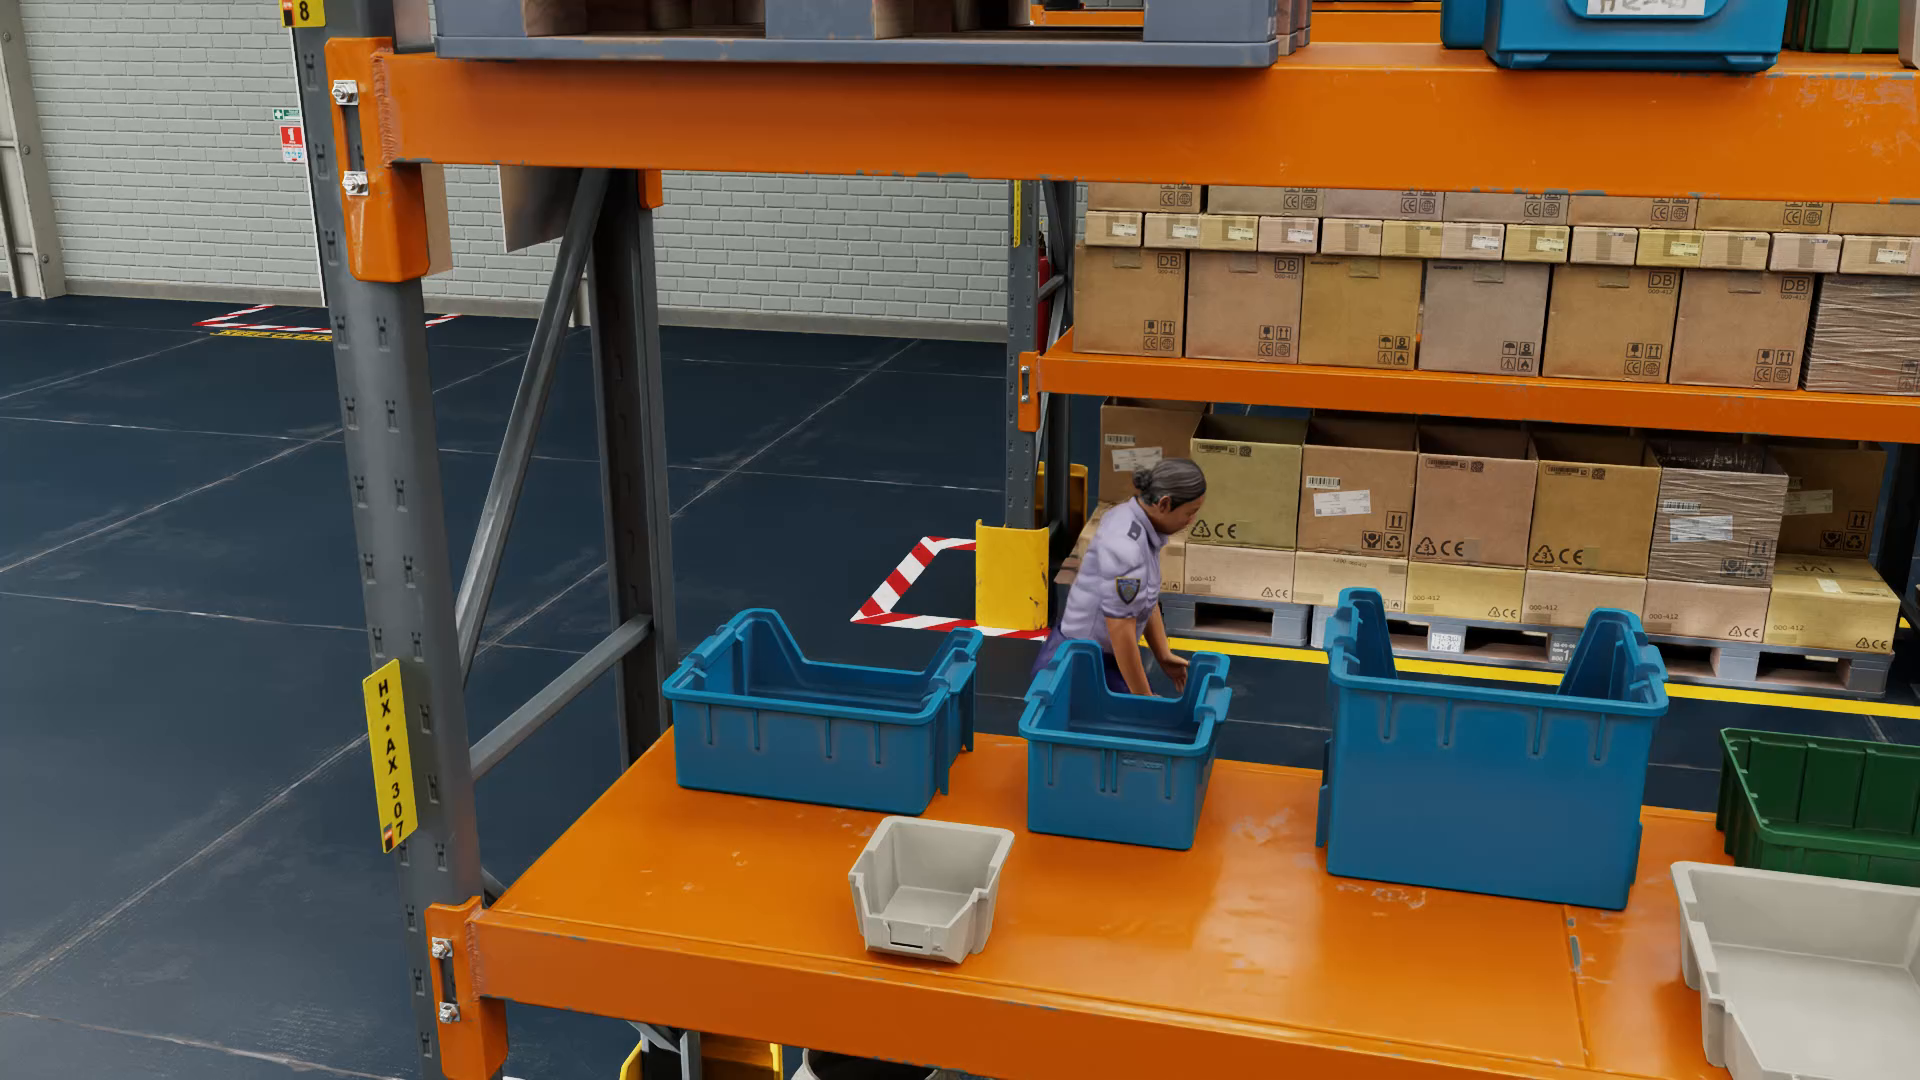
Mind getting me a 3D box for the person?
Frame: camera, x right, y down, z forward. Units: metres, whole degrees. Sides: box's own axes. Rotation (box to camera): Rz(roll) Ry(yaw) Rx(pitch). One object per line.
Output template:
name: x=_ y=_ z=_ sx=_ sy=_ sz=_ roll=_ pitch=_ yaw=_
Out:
person: x=0.526 y=0.479 z=5.482 sx=0.595 sy=1.446 sz=0.530 roll=5 pitch=19 yaw=14
